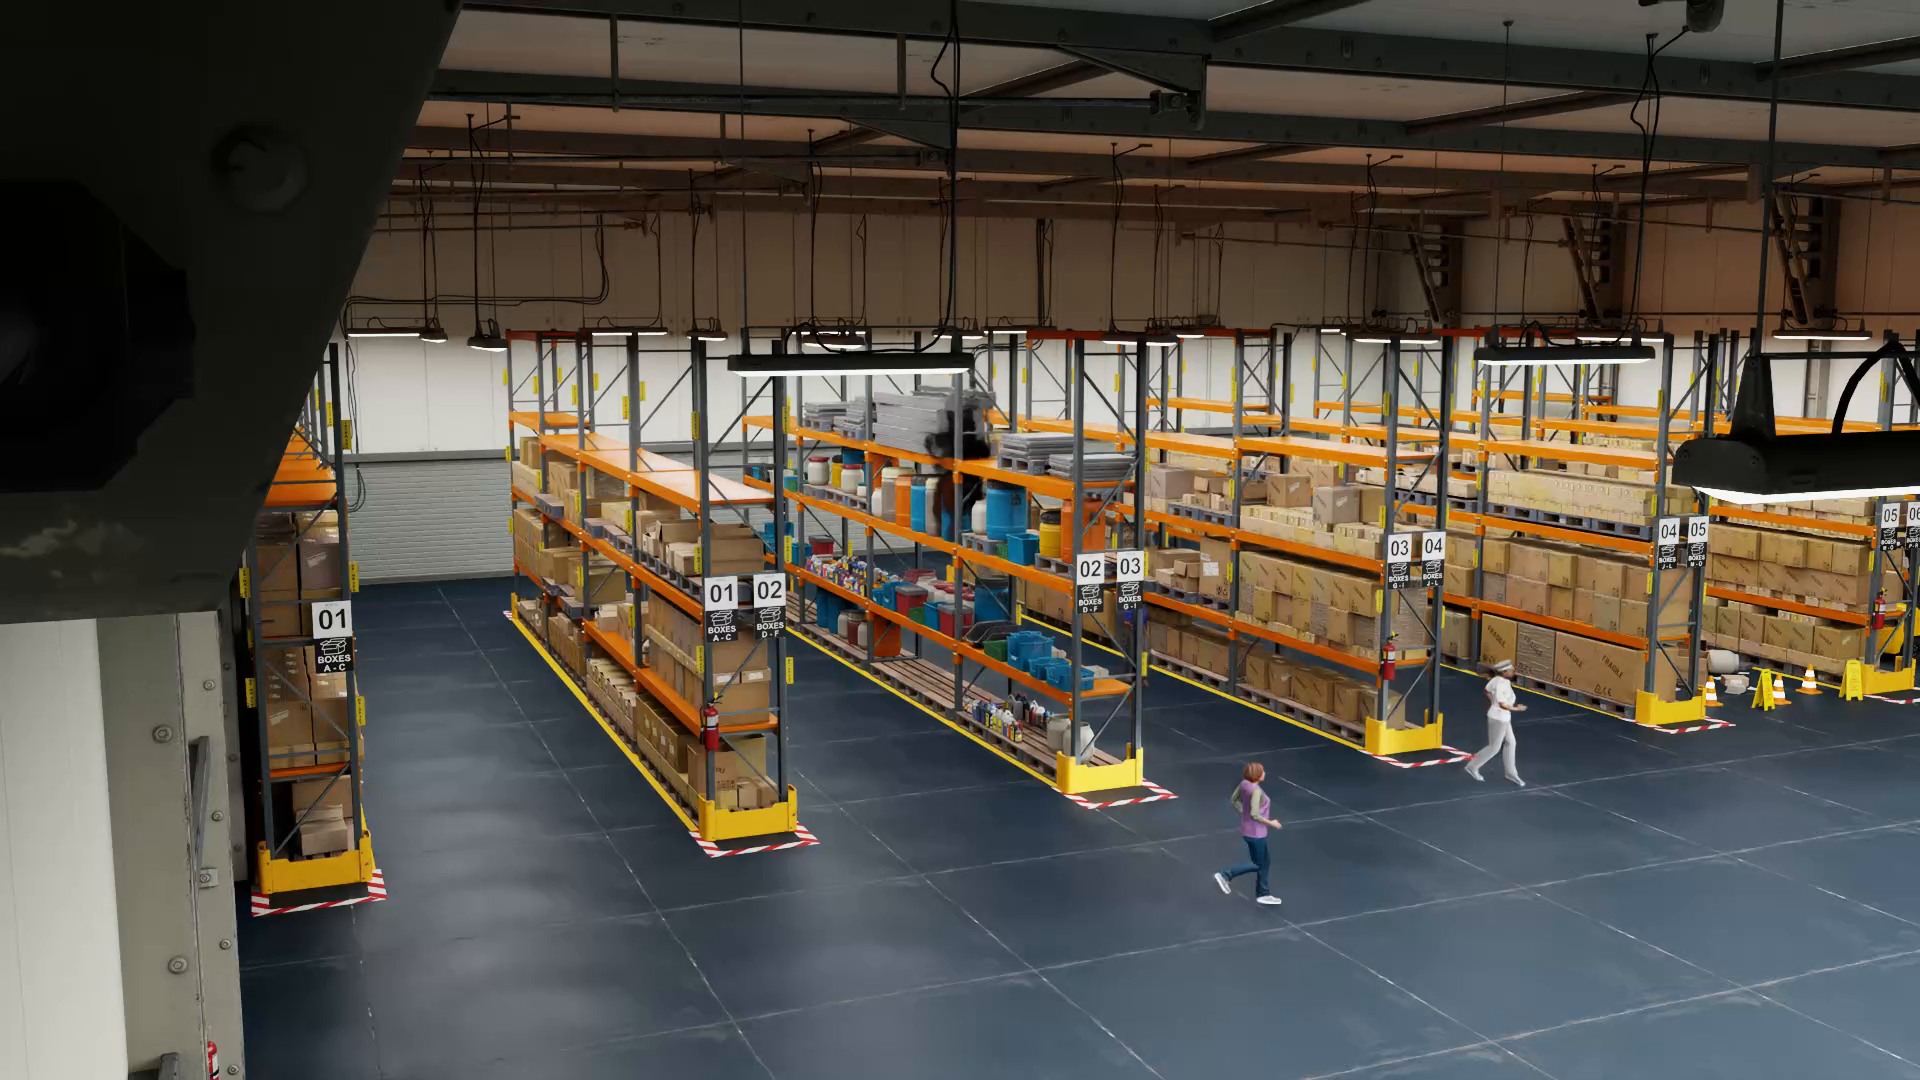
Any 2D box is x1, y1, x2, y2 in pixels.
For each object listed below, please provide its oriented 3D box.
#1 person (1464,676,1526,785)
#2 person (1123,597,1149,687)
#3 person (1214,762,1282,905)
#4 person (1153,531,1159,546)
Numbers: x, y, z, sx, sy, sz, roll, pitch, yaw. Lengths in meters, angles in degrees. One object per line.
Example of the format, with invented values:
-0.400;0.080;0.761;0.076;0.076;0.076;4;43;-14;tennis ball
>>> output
7.247;2.586;22.449;0.803;1.484;0.381;2;8;16;person
3.018;1.689;28.324;0.566;1.704;0.727;-4;9;-26;person
3.097;3.196;17.825;0.752;1.491;0.543;-1;8;-6;person
5.059;-0.264;42.021;0.496;1.665;0.698;-3;8;-20;person
